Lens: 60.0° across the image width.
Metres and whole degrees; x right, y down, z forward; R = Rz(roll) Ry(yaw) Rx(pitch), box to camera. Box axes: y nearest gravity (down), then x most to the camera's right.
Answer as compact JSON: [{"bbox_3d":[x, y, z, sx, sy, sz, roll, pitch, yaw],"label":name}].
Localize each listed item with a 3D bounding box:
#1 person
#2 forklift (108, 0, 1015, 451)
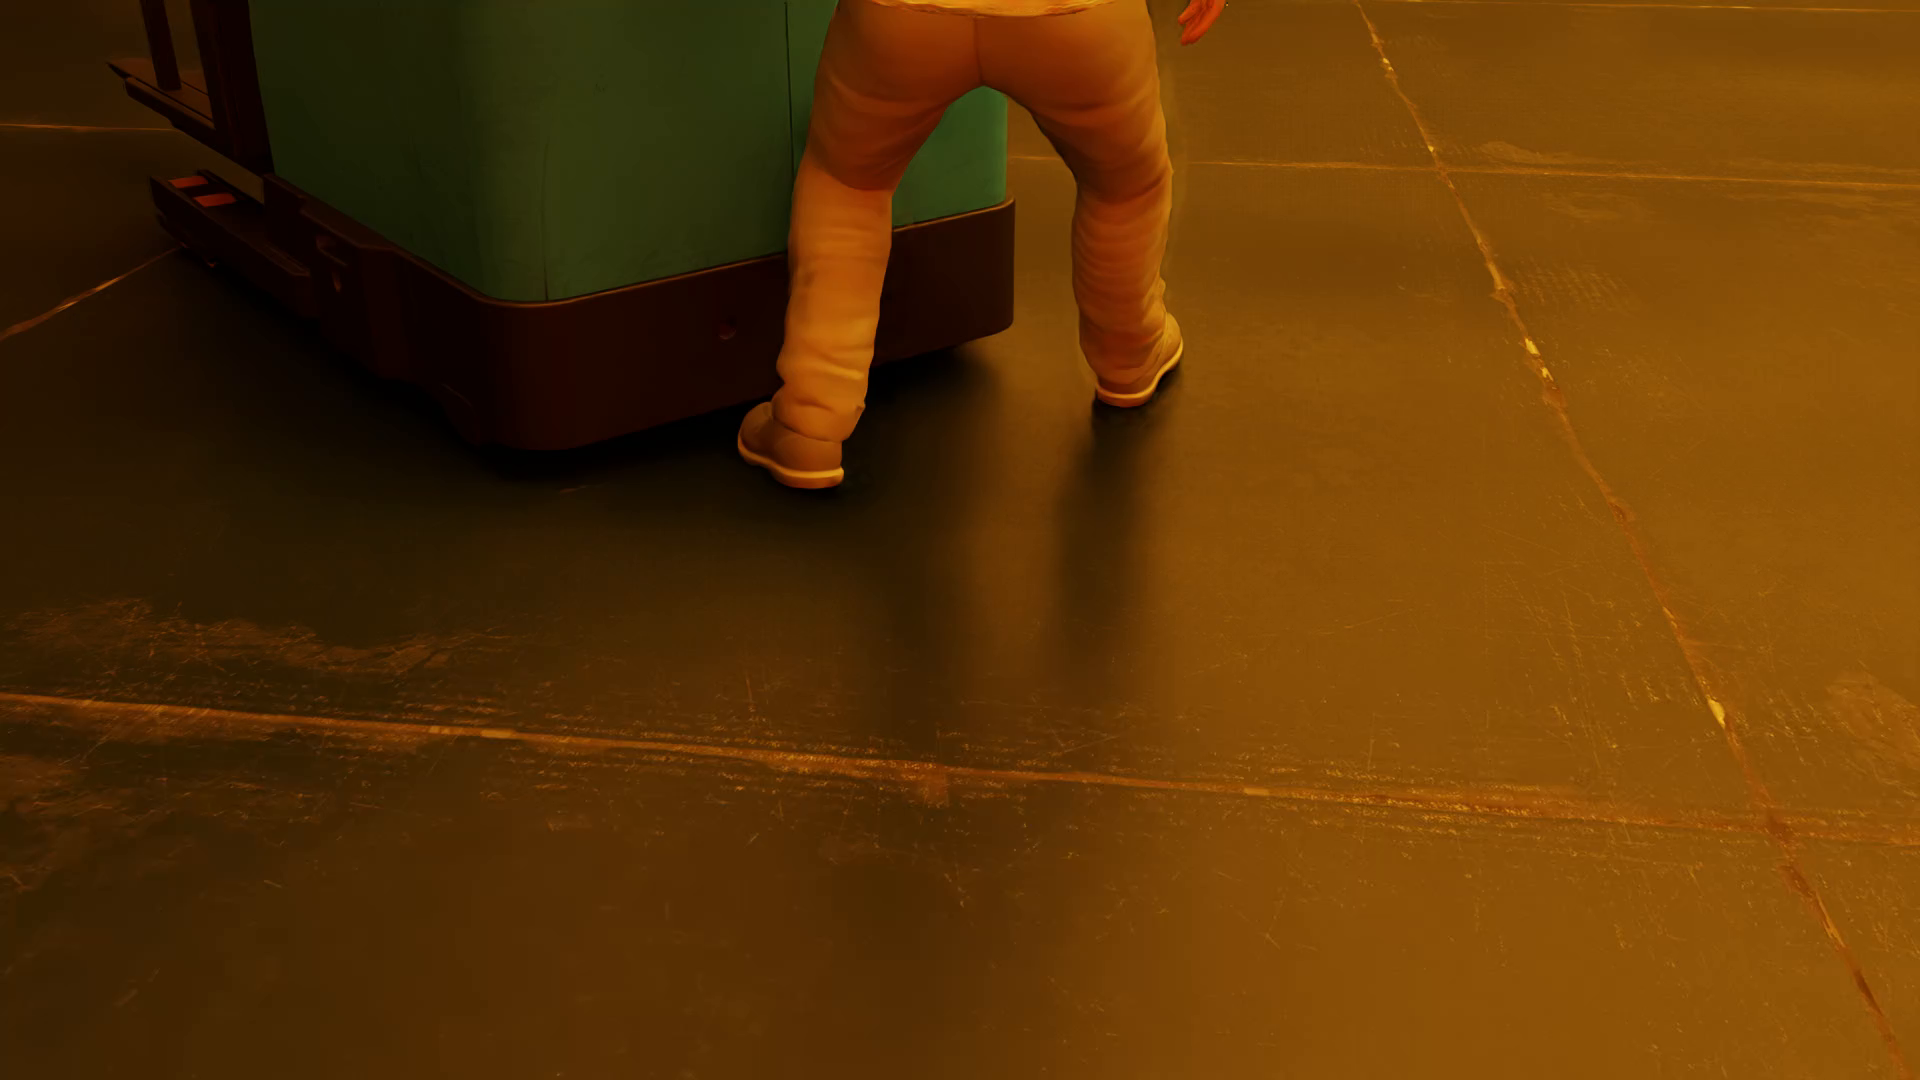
[{"bbox_3d":[0.035,-0.925,2.548,0.782,1.638,0.868,5,27,9],"label":"person"},{"bbox_3d":[-1.210,-2.041,3.309,1.130,2.935,3.031,-20,33,-34],"label":"forklift"}]
